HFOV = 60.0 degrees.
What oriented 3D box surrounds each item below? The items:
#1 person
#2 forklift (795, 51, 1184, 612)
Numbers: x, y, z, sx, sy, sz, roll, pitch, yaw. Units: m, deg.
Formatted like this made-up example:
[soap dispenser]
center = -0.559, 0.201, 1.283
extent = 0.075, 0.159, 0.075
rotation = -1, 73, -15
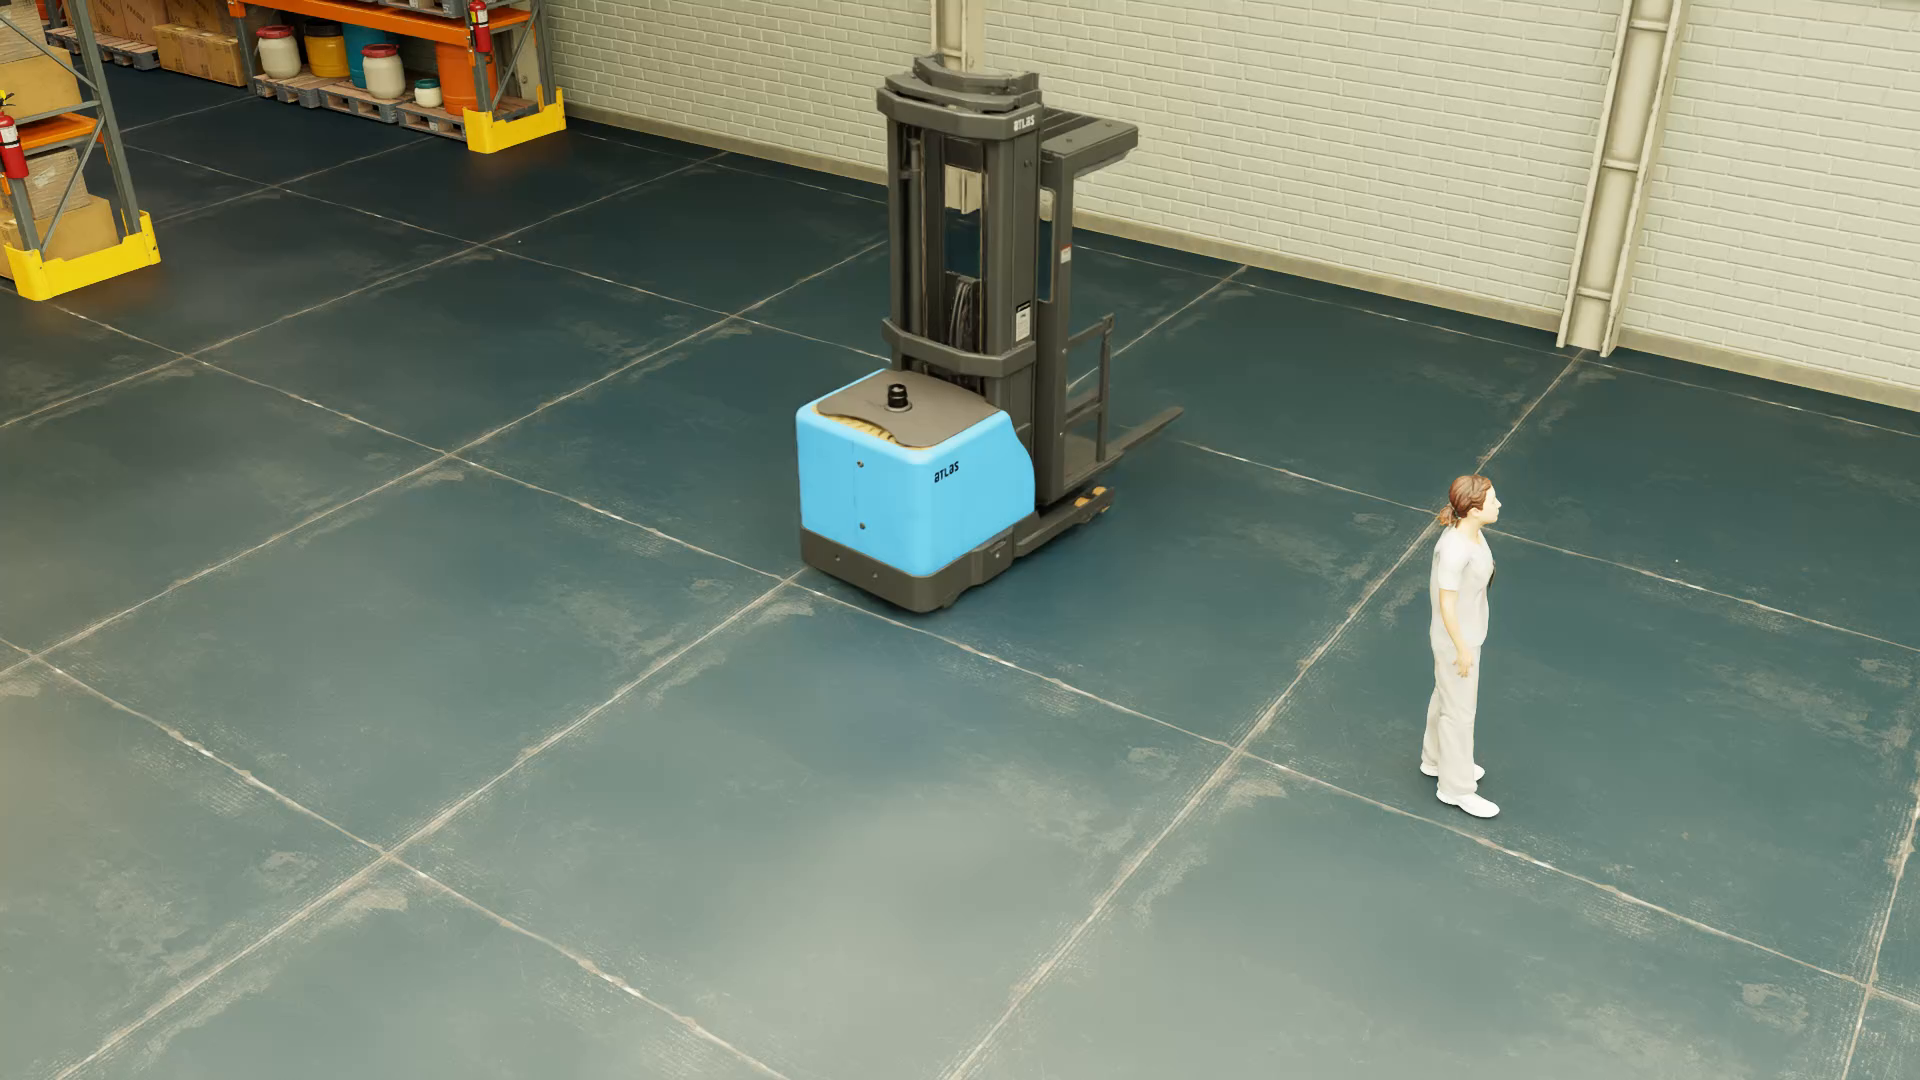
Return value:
[person]
center = 2.472, 0.477, 8.005
extent = 0.548, 1.662, 0.550
rotation = 12, 32, 20
[forklift]
center = 0.350, -1.517, 10.193
extent = 1.130, 2.935, 3.031
rotation = 23, 37, 33
